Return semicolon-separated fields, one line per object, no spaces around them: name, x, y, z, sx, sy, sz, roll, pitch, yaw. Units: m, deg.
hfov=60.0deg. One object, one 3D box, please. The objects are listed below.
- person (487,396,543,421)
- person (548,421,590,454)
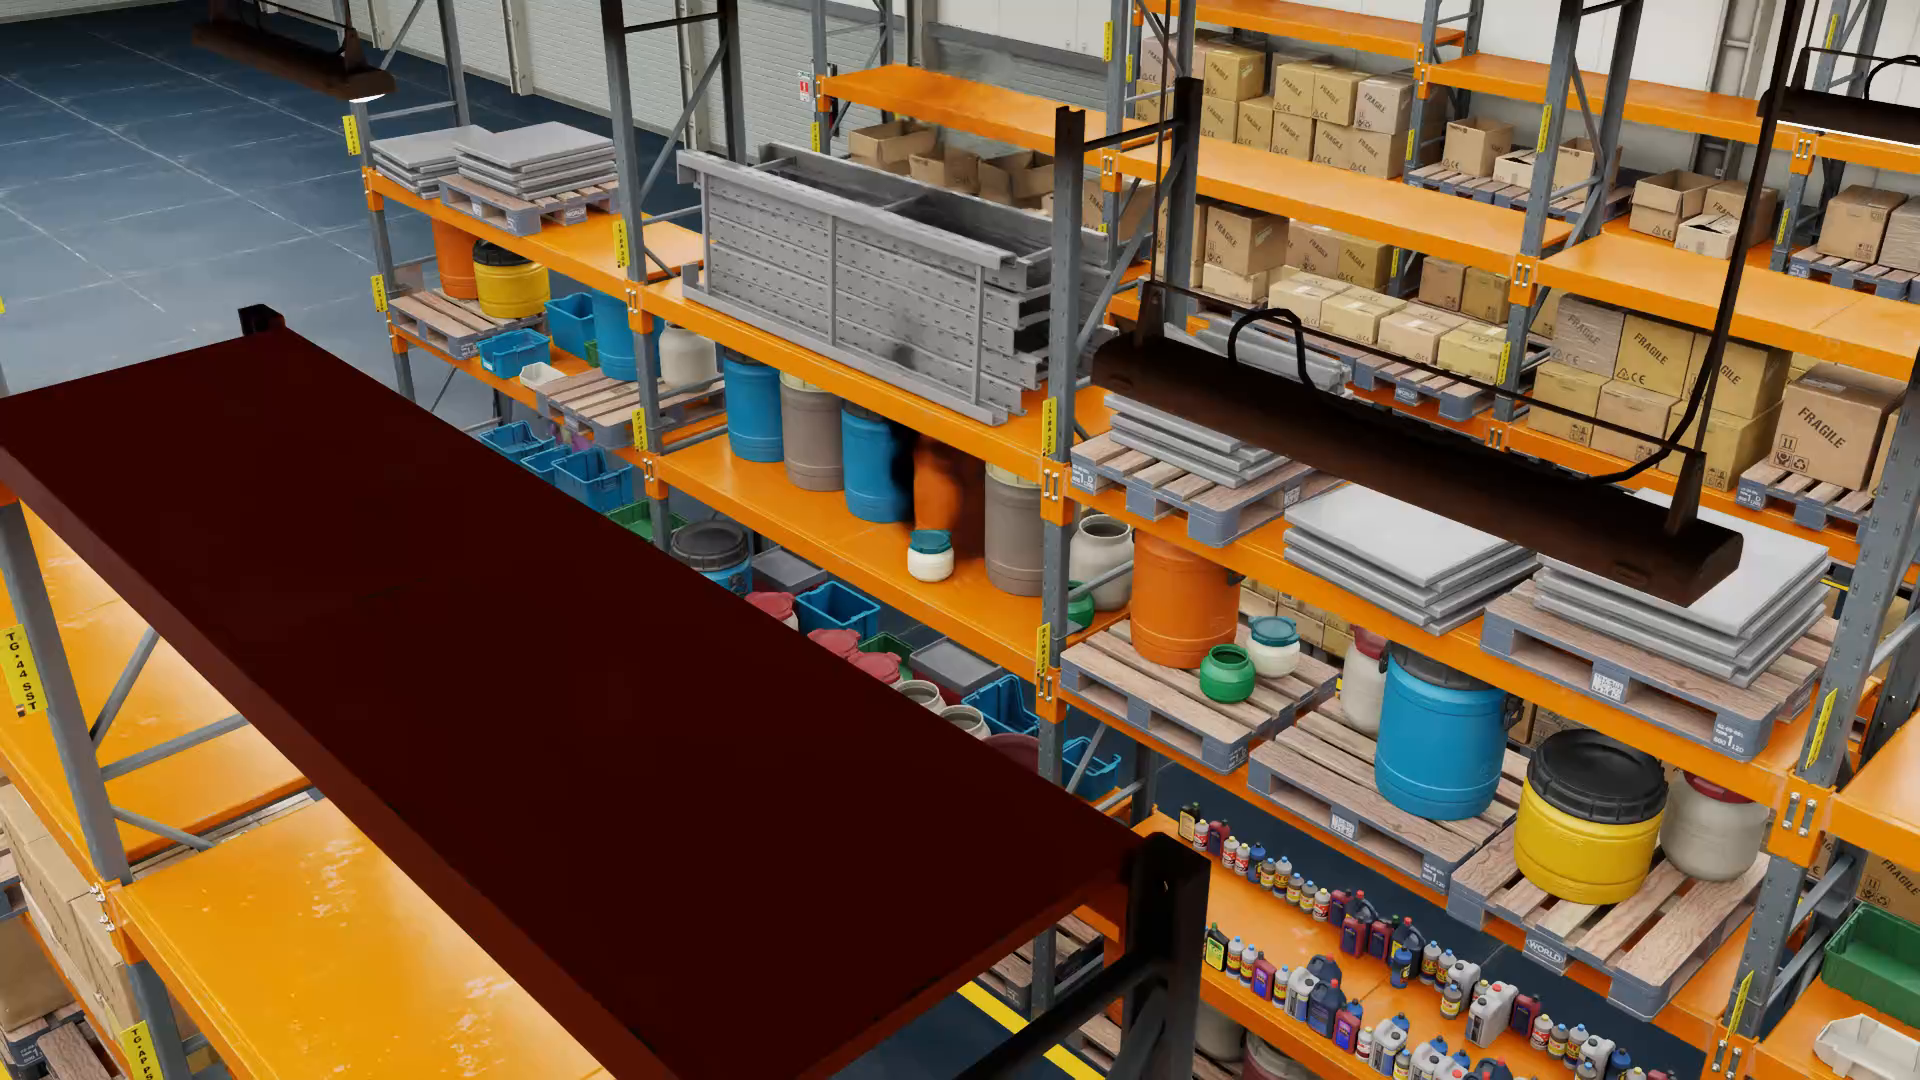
person;-5.109;-2.075;19.016;0.869;1.667;0.588;-6;29;-10
person;-3.942;-0.838;16.807;0.570;1.551;0.557;8;29;15
